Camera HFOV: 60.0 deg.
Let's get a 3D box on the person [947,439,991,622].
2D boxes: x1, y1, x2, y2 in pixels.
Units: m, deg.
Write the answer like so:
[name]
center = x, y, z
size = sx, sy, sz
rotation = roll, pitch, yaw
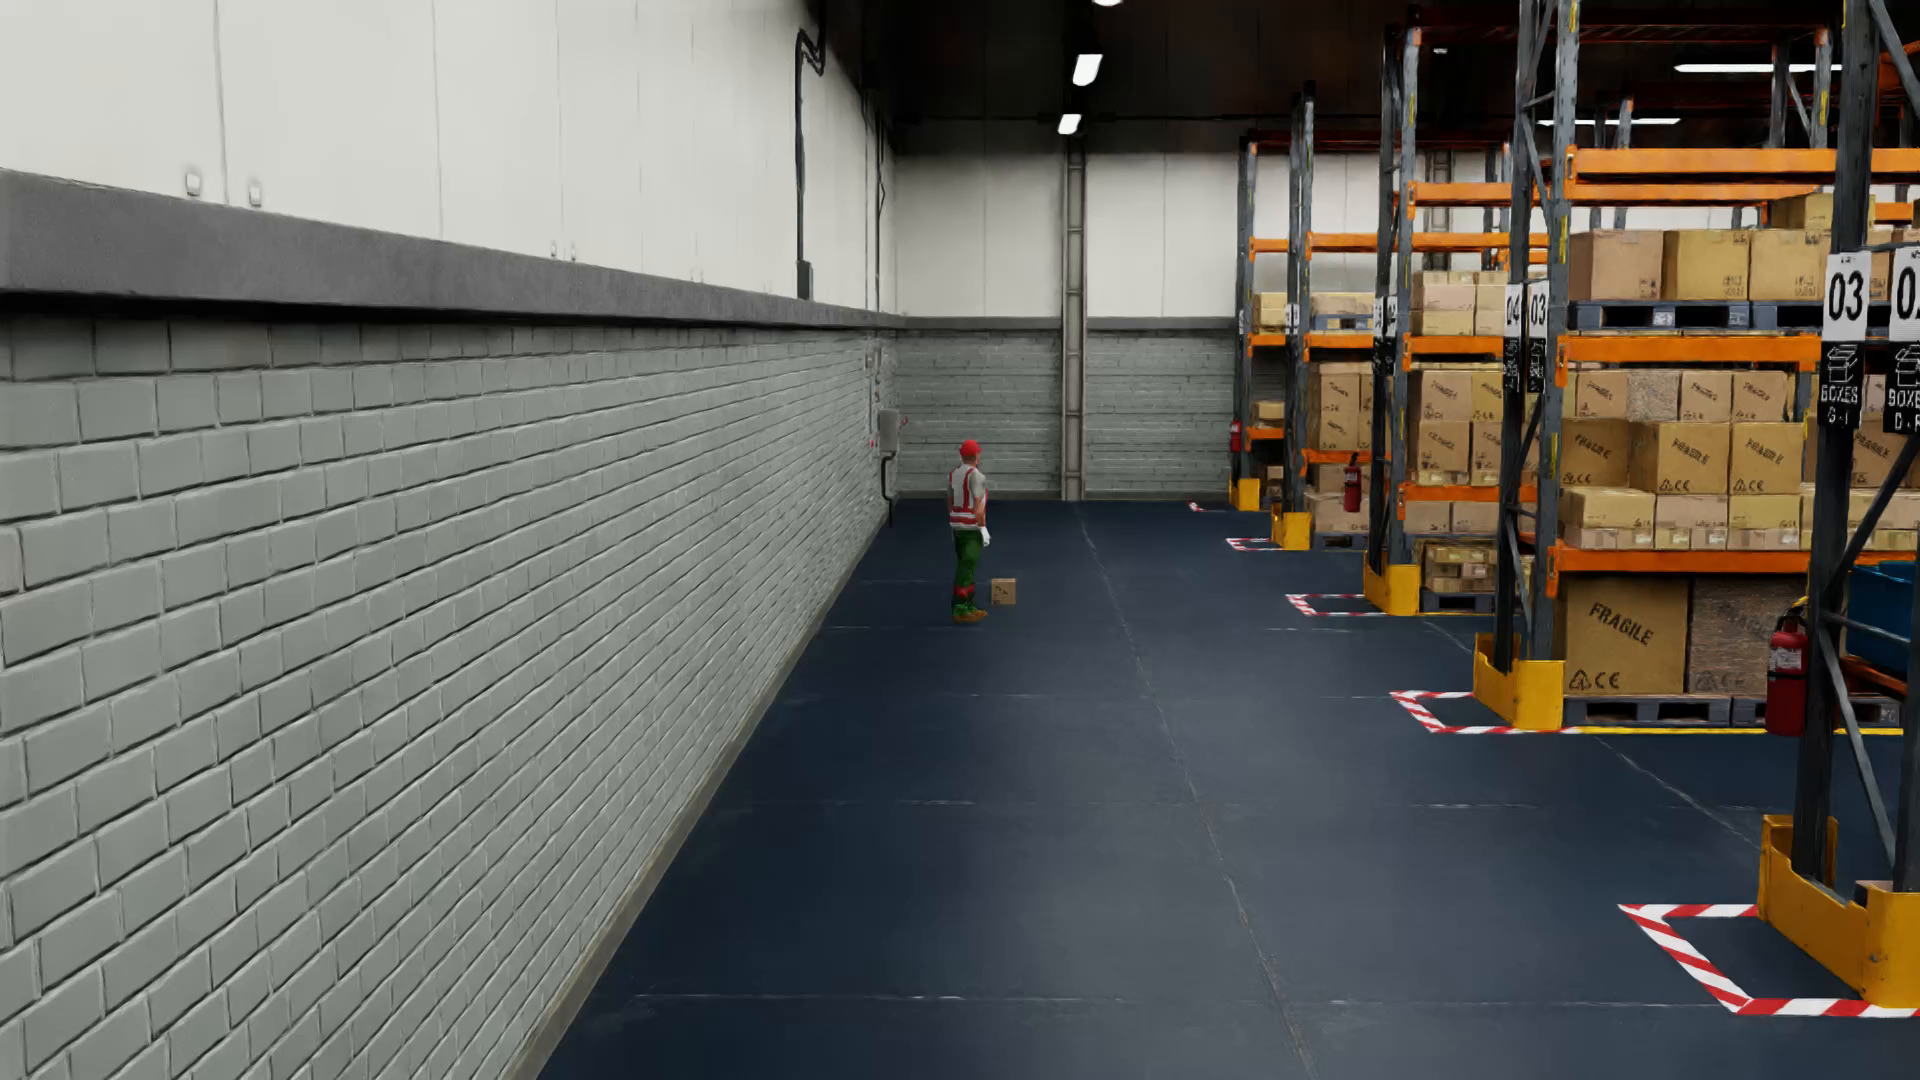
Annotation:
[person]
center = 0.106, -0.099, 16.414
size = 0.524, 1.793, 0.548
rotation = -4, 8, -28
